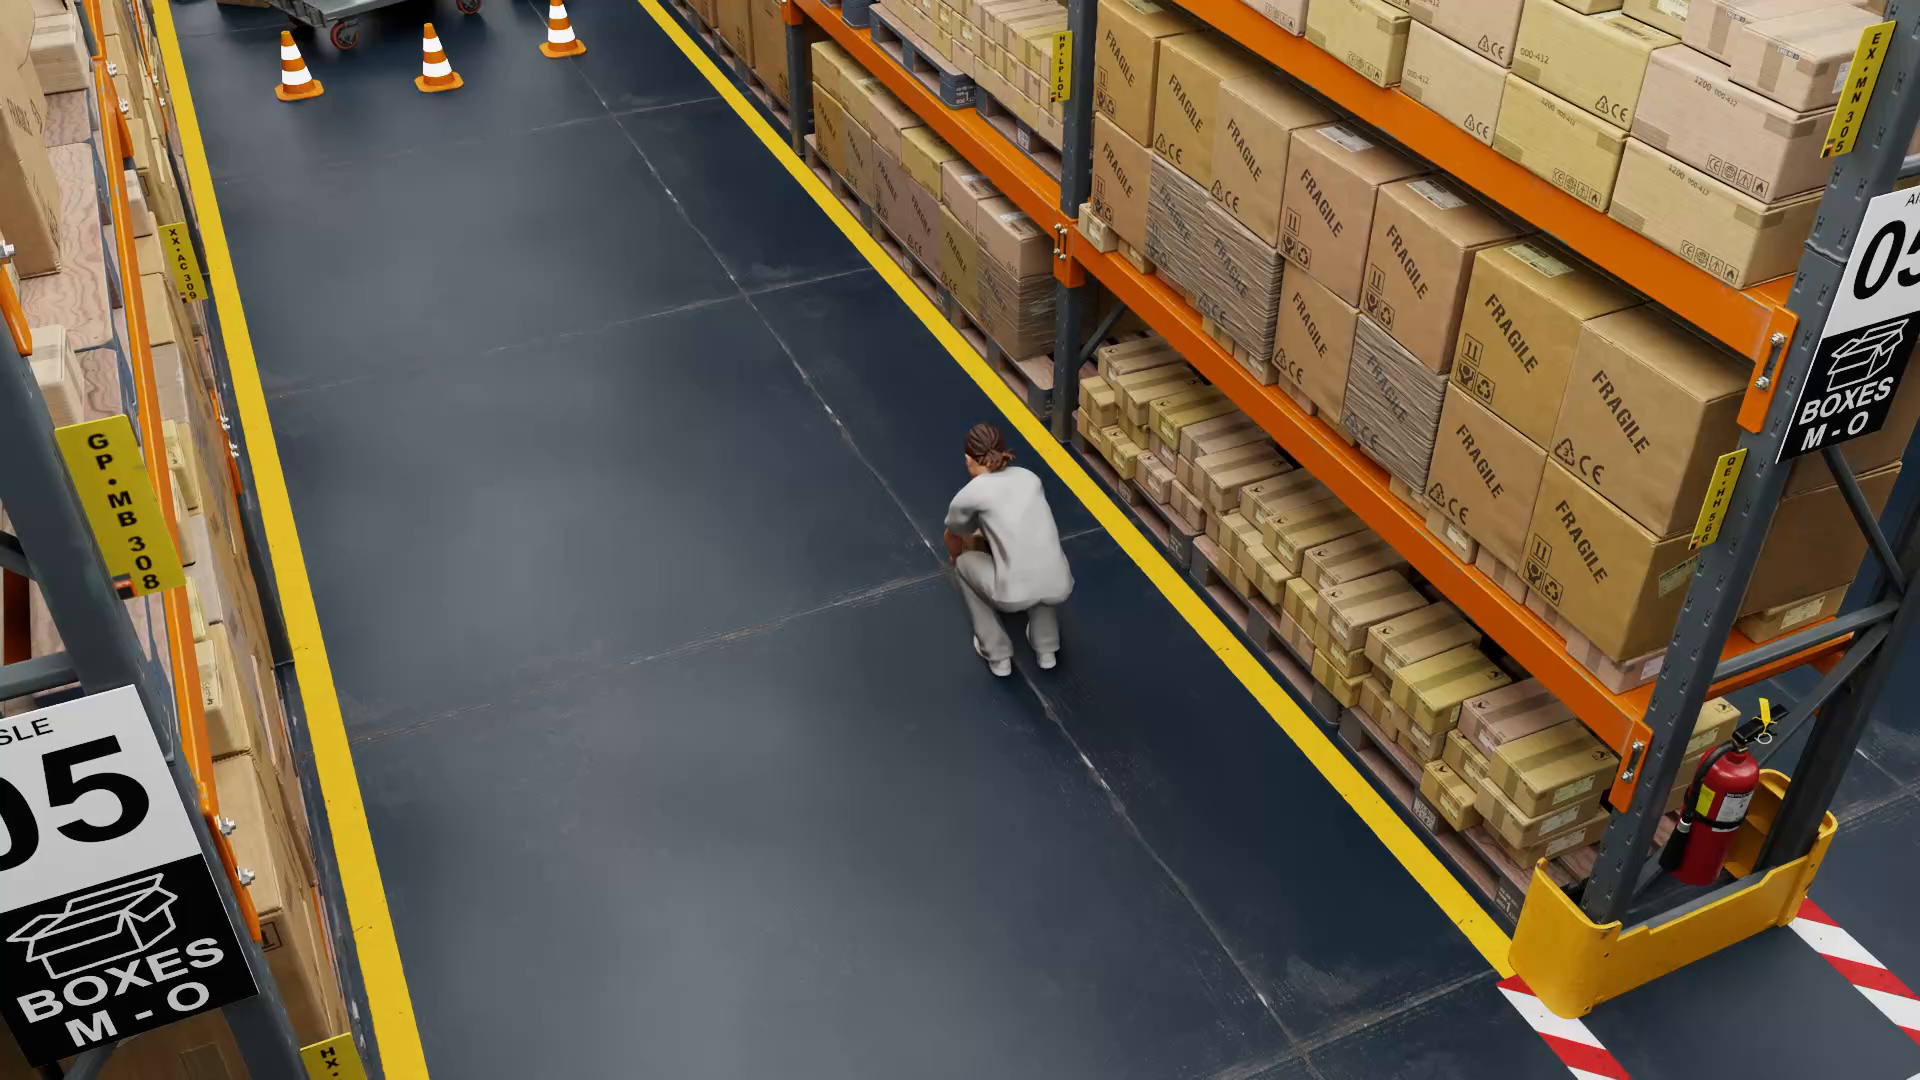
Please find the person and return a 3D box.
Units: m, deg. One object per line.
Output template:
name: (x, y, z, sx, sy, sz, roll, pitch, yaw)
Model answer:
person: (0.204, 0.060, 7.328, 0.486, 1.009, 0.781, -10, 39, -13)
